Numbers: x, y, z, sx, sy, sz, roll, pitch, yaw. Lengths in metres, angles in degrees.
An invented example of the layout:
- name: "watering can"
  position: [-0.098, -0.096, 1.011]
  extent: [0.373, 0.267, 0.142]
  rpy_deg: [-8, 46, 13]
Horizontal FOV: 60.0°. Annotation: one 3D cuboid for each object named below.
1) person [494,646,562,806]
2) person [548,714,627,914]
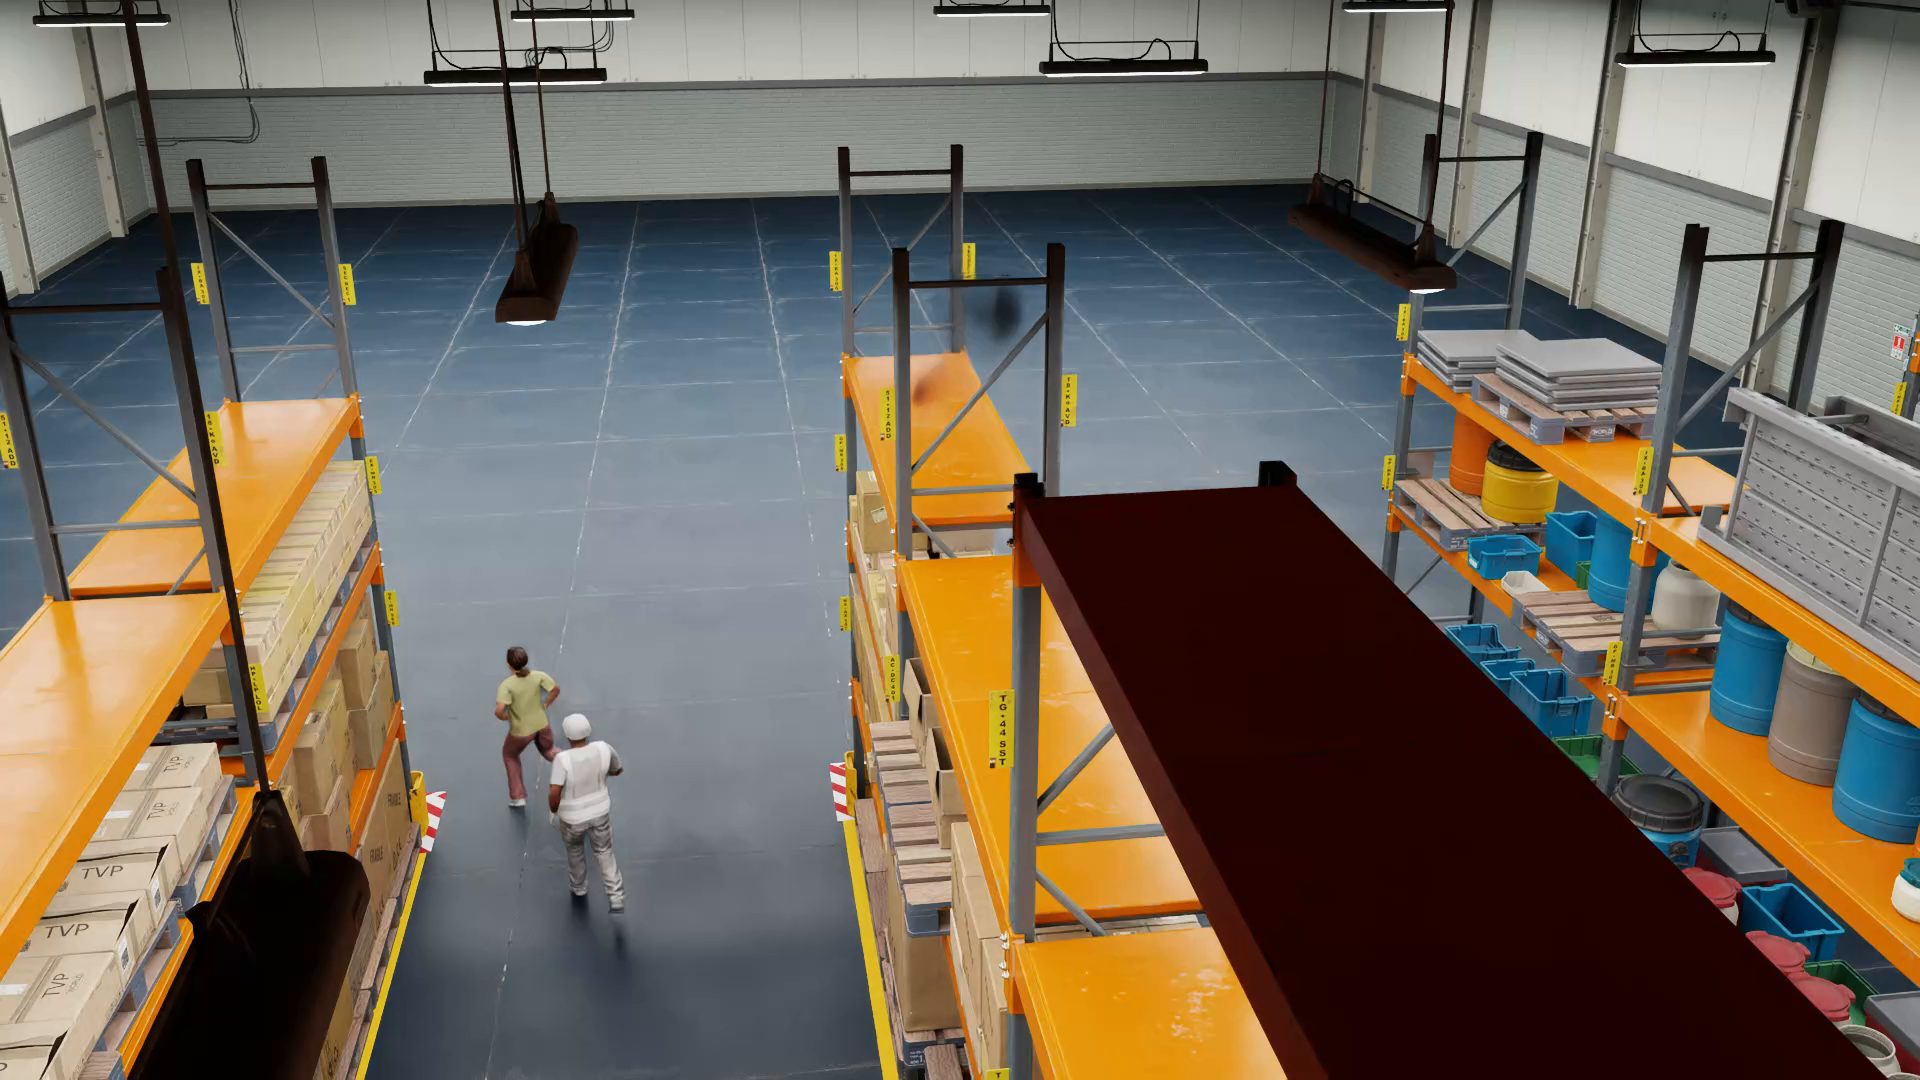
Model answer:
- name: "person"
  position: [-3.877, 1.723, 15.142]
  extent: [0.677, 1.667, 0.792]
  rpy_deg: [18, 28, 38]
- name: "person"
  position: [-3.032, 2.223, 13.530]
  extent: [0.697, 1.777, 0.956]
  rpy_deg: [-12, 25, -28]
